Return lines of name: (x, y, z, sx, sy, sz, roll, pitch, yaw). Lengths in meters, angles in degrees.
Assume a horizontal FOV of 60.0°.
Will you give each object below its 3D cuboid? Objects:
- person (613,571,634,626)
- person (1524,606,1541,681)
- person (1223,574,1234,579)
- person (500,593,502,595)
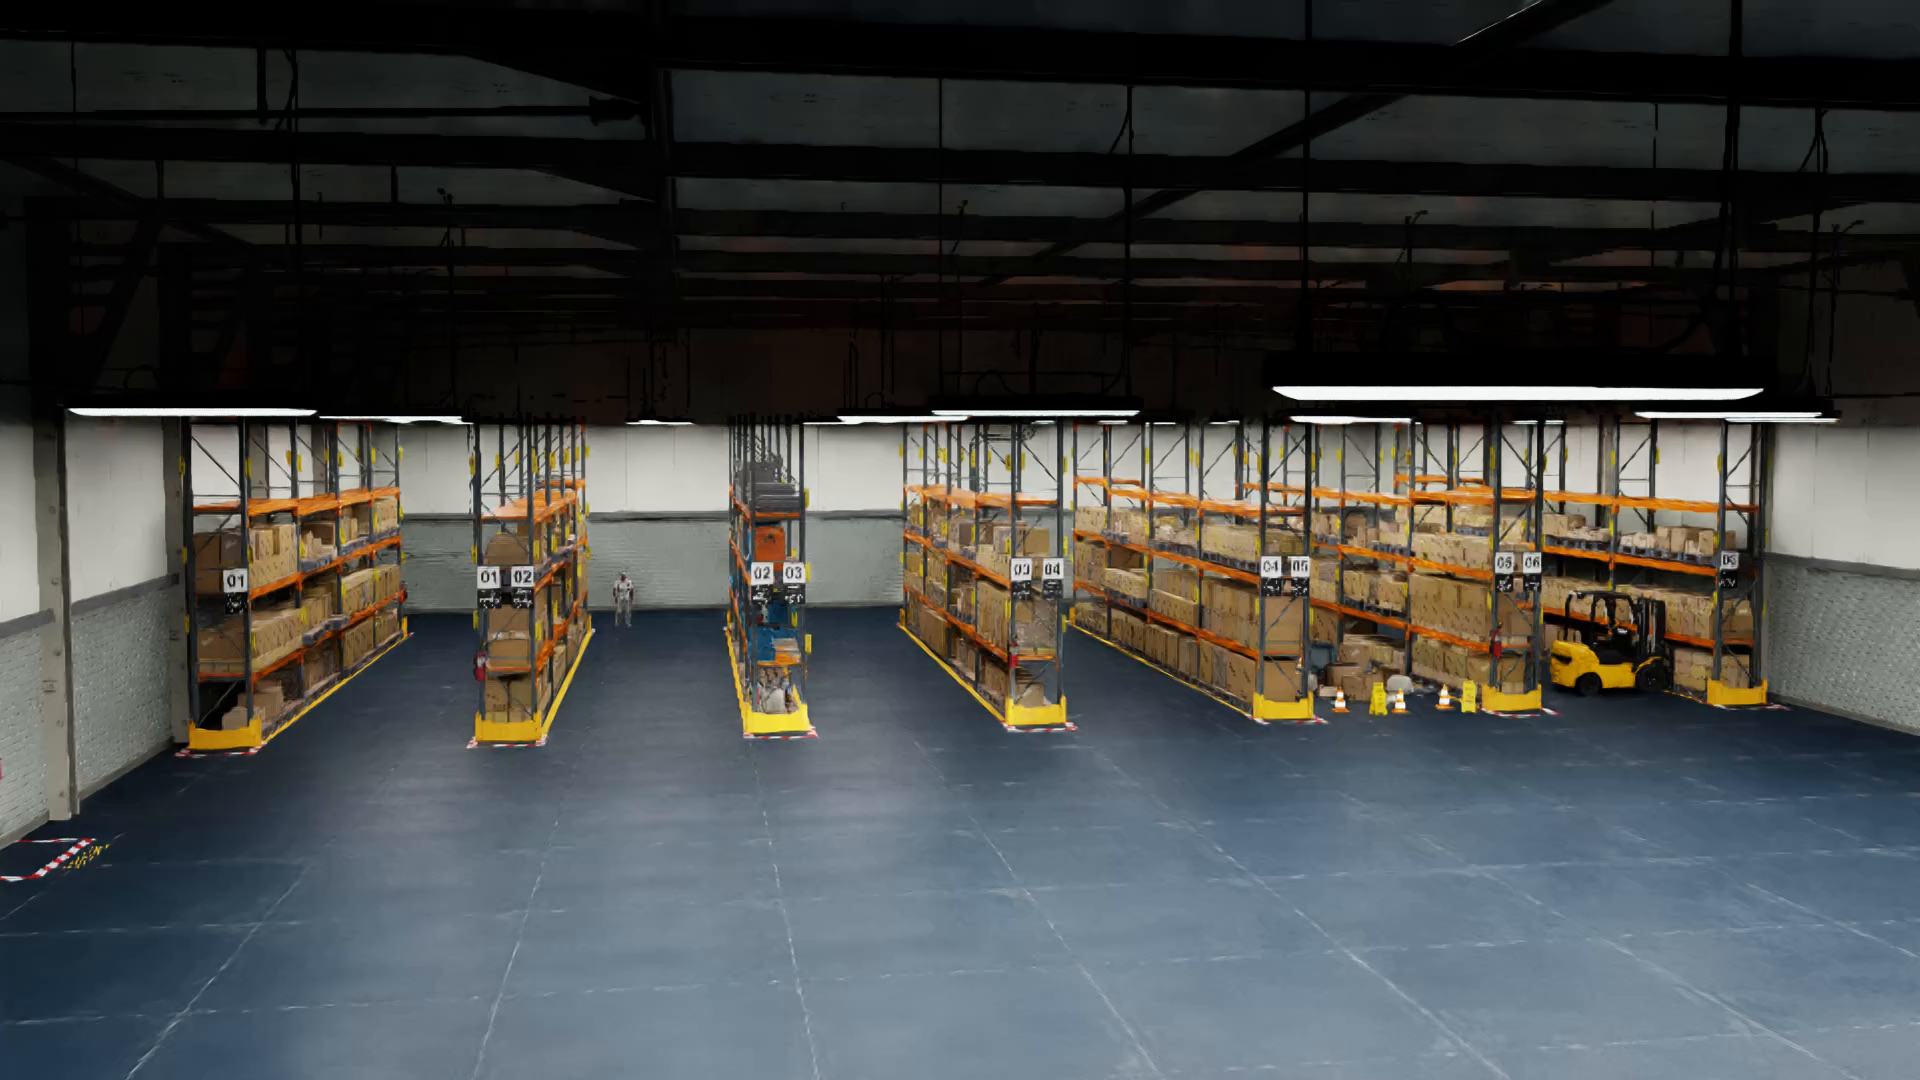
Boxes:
person: (-9.659, 1.671, 47.762, 0.592, 1.630, 0.531, -1, 4, -12)
person: (12.879, 2.332, 37.602, 0.551, 1.642, 0.574, 1, 4, 21)
person: (8.228, 1.465, 50.480, 0.537, 1.665, 0.616, -3, 5, -33)
person: (-1.744, 1.520, 48.986, 23.053, 1.705, 6.068, -1, 4, -11)
